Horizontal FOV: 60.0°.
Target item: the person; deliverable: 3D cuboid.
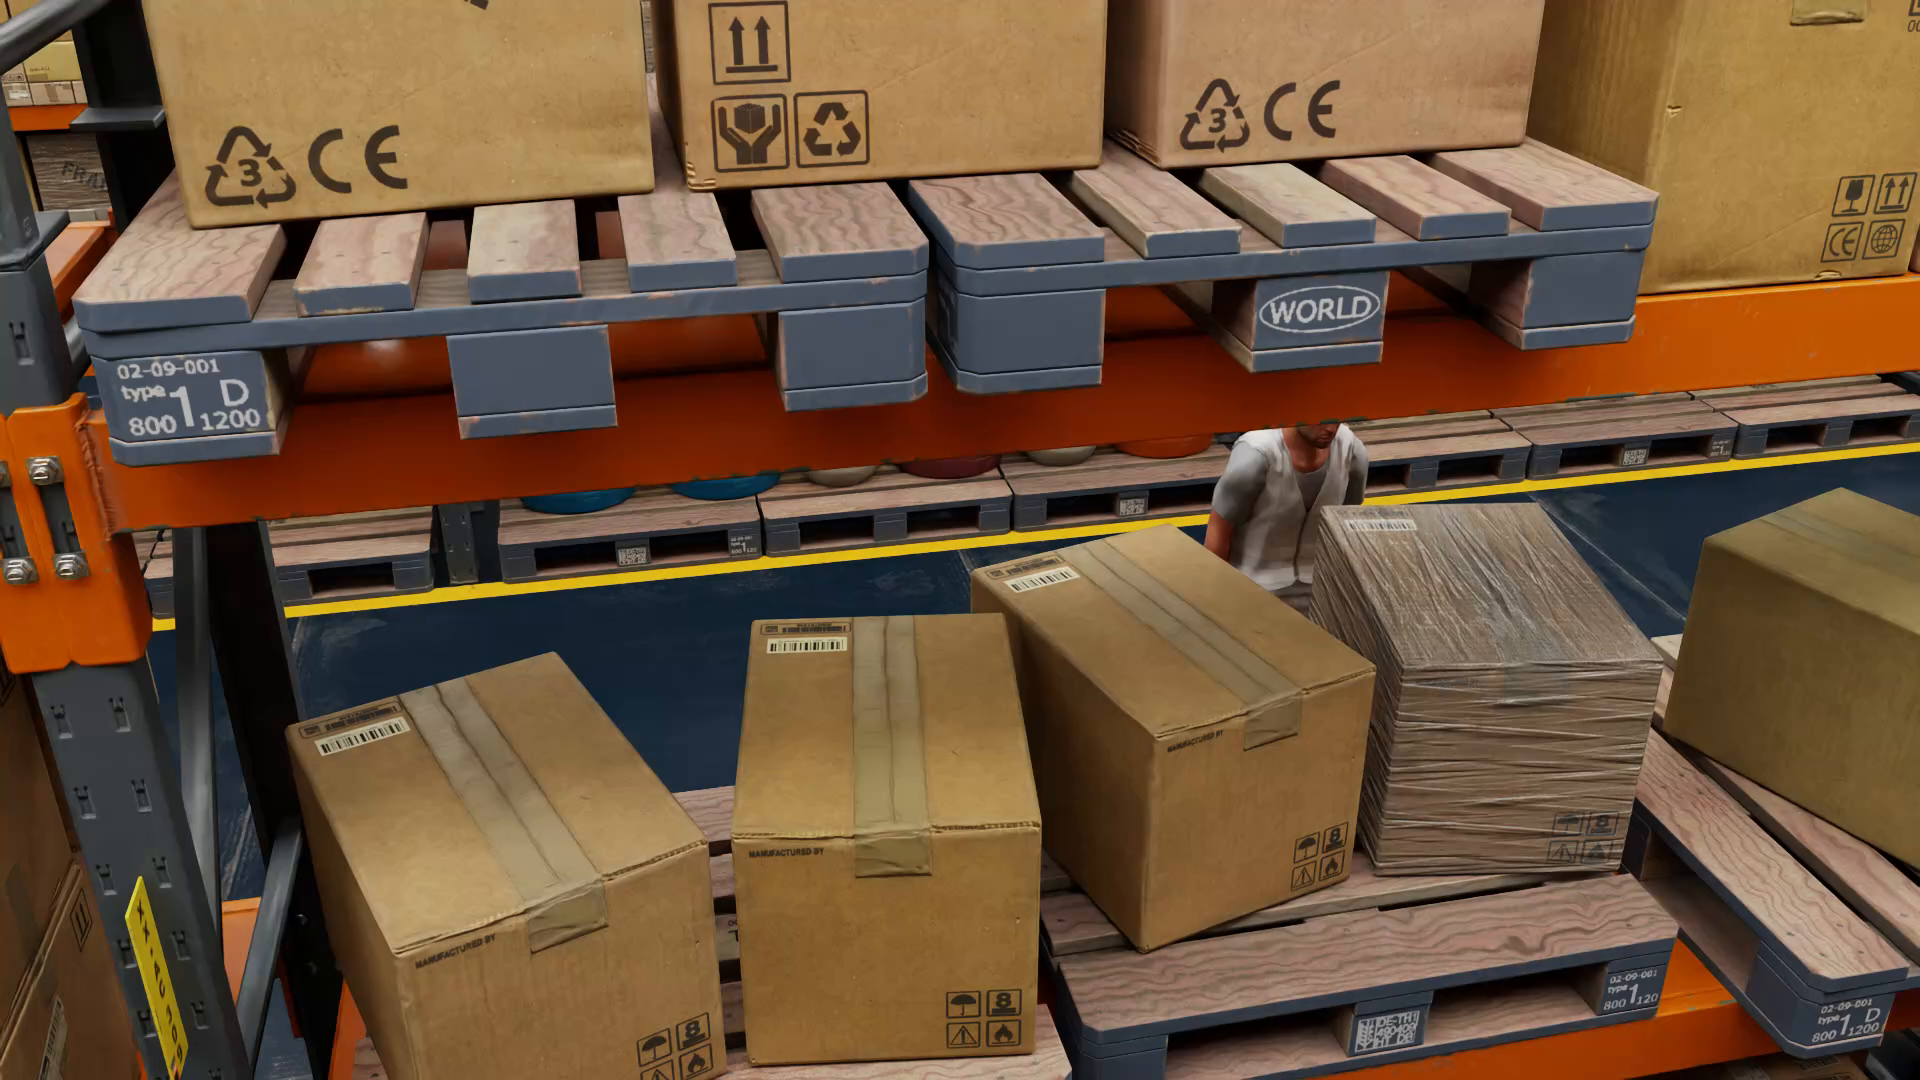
[{"bbox_3d":[1.108,0.195,5.710,0.597,1.777,0.454,-7,27,-14],"label":"person"}]
